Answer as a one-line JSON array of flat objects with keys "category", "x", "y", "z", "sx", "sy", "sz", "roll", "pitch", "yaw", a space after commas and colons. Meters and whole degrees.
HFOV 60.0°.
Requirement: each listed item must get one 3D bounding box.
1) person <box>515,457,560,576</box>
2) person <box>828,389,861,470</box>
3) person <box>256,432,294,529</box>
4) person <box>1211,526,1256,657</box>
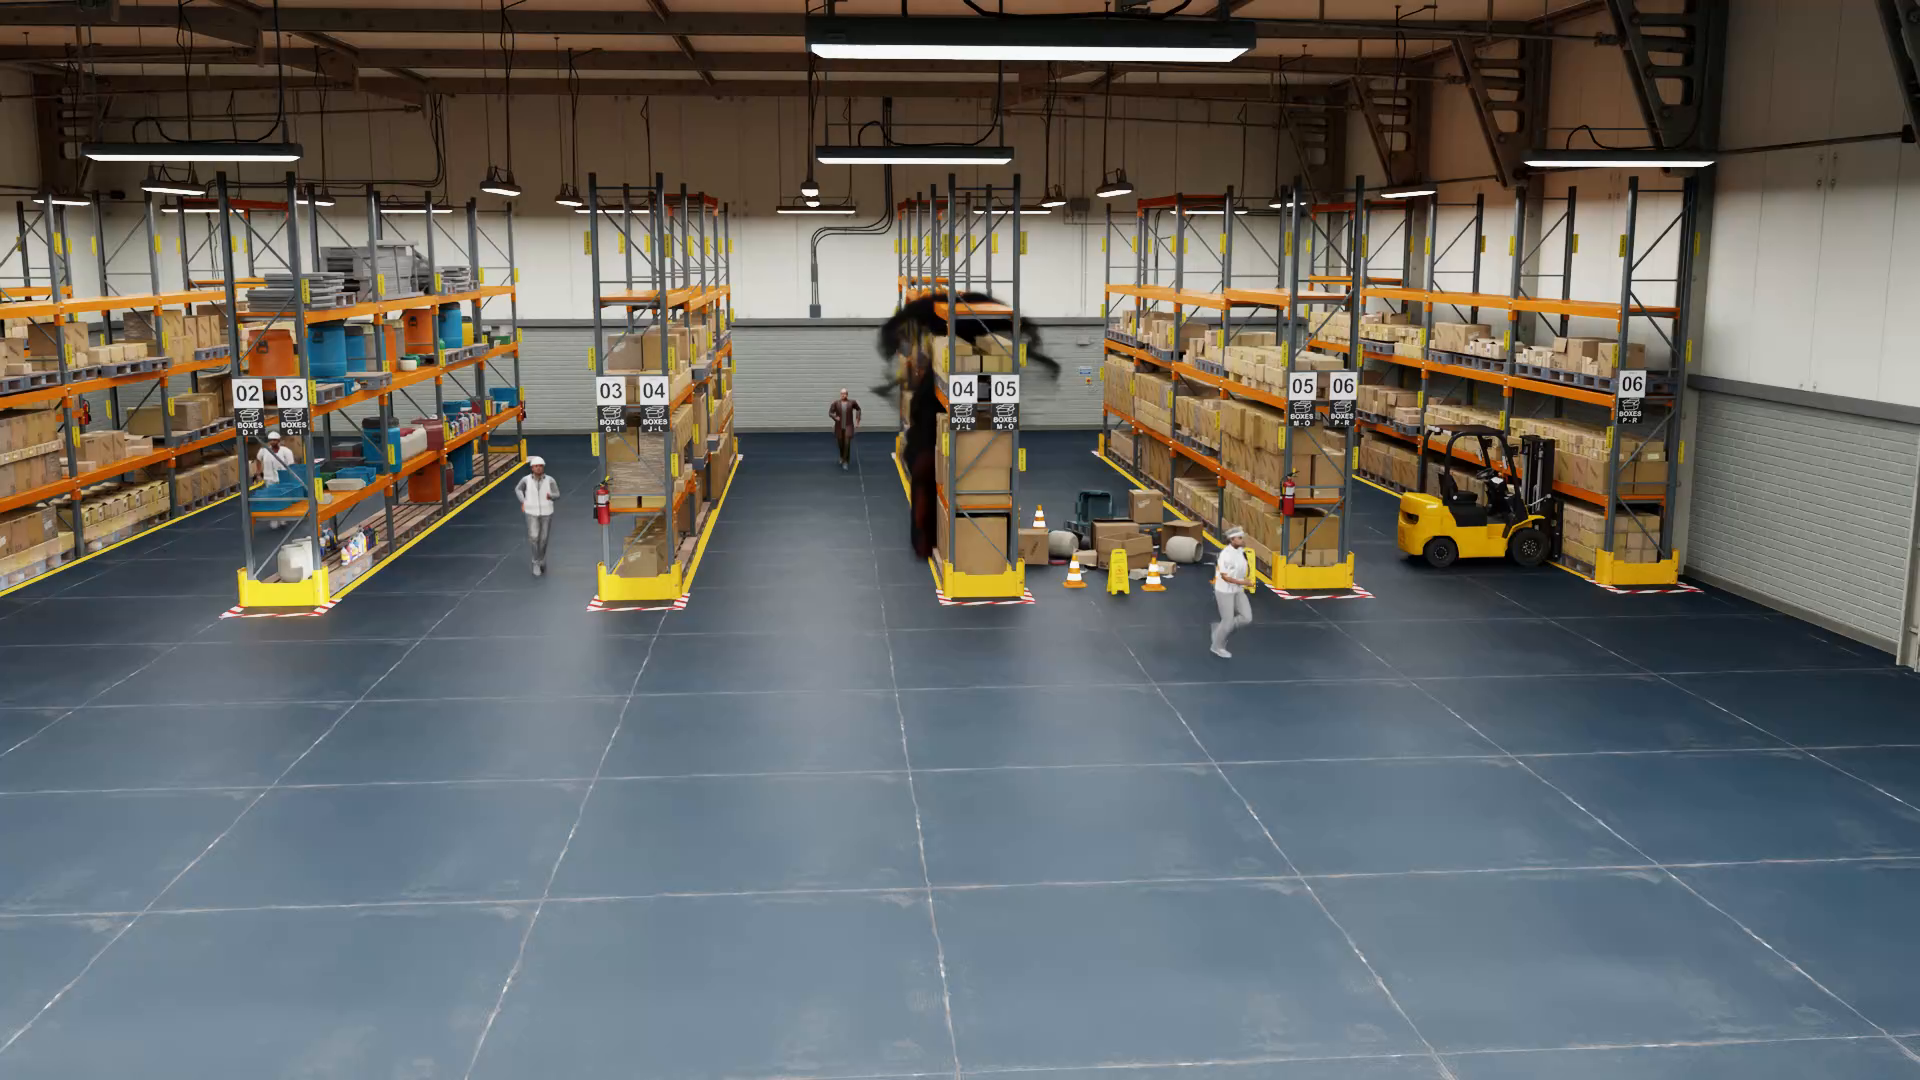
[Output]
[{"category": "person", "x": -6.526, "y": -0.383, "z": 25.804, "sx": 0.642, "sy": 1.836, "sz": 0.799, "roll": -4, "pitch": 11, "yaw": -23}, {"category": "person", "x": -2.637, "y": -2.556, "z": 38.012, "sx": 0.731, "sy": 1.803, "sz": 0.949, "roll": 0, "pitch": 10, "yaw": 3}, {"category": "person", "x": -12.208, "y": -1.060, "z": 29.658, "sx": 0.675, "sy": 1.749, "sz": 0.771, "roll": -3, "pitch": 10, "yaw": -15}, {"category": "person", "x": 3.370, "y": 0.632, "z": 20.392, "sx": 0.556, "sy": 1.663, "sz": 0.610, "roll": -10, "pitch": 14, "yaw": -44}]
